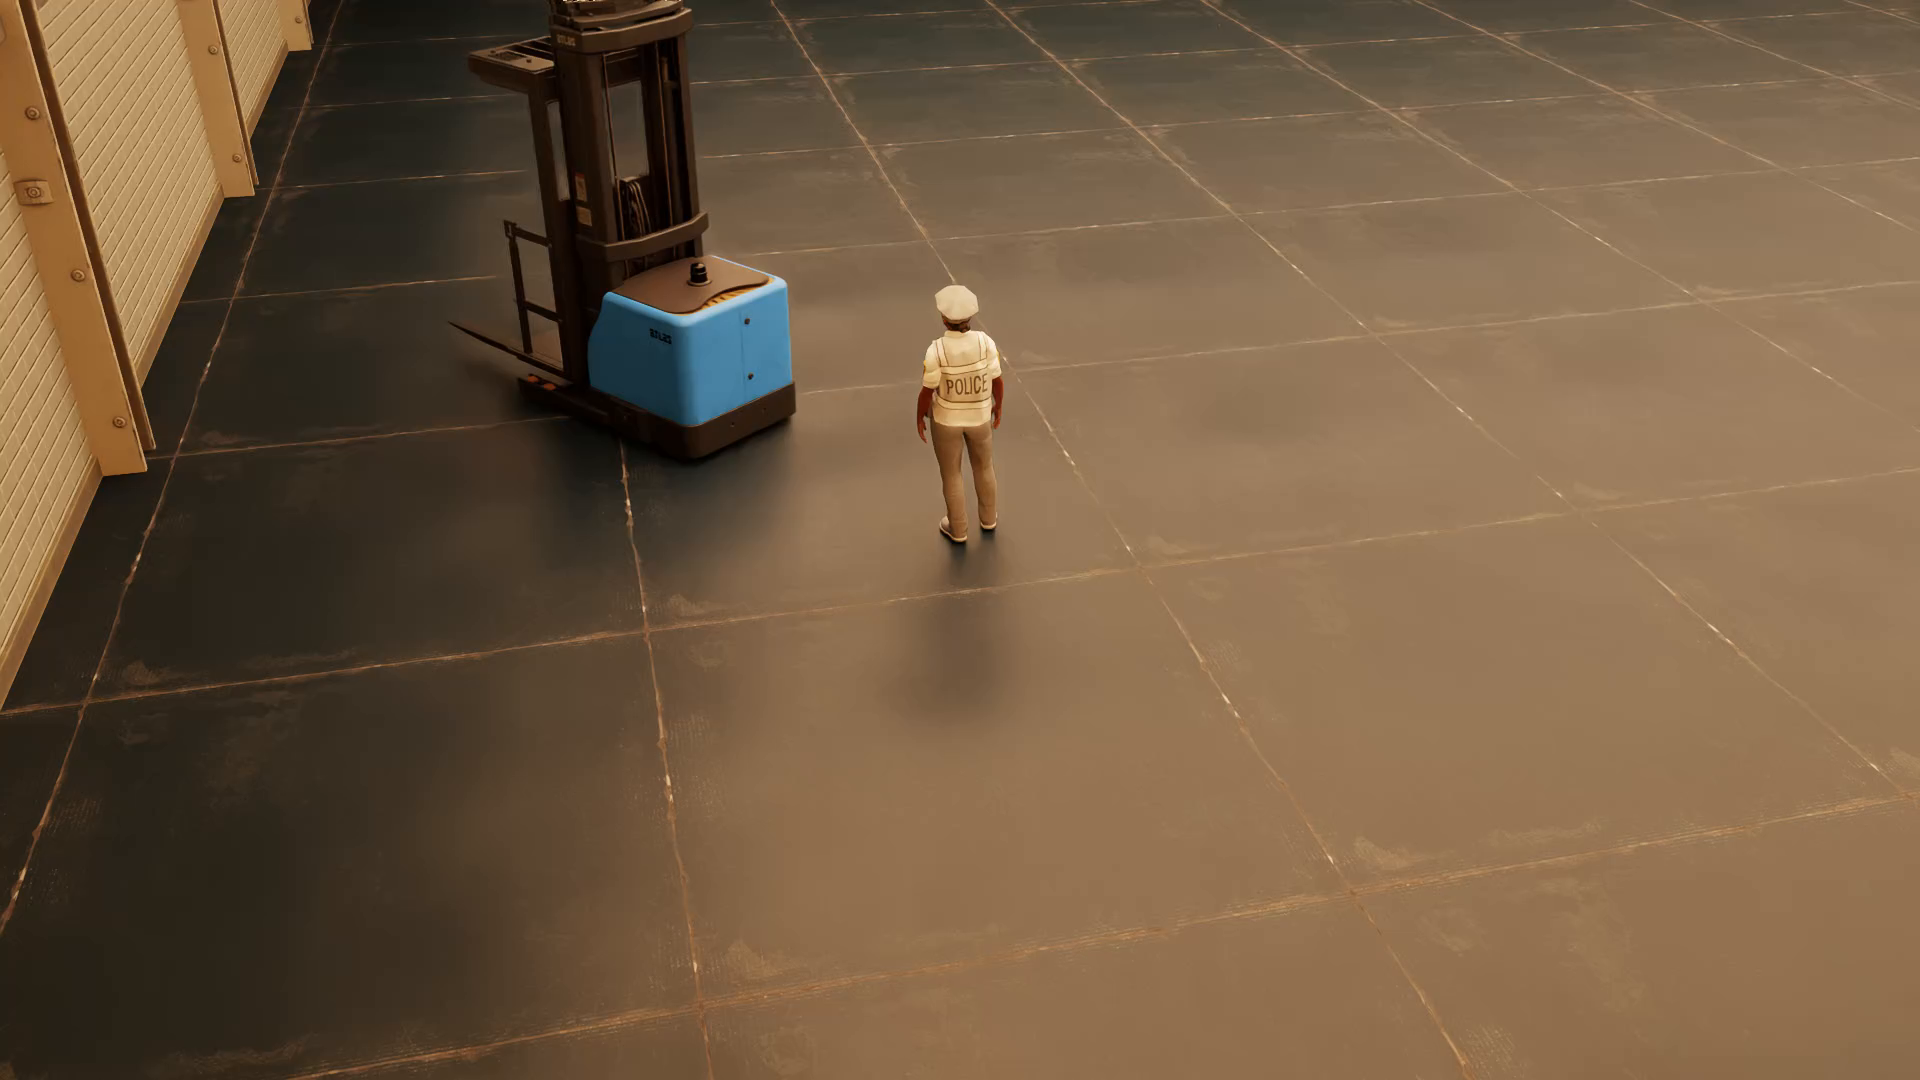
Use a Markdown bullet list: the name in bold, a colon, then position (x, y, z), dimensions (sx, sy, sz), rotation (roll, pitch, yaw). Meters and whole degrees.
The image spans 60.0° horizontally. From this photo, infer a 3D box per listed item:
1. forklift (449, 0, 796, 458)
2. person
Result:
- **forklift**: position (-2.630, -2.430, 11.772), dimensions (3.031, 2.935, 1.130), rotation (23, 37, 34)
- **person**: position (0.002, -0.778, 10.139), dimensions (0.569, 1.695, 0.530), rotation (-7, 31, -12)
